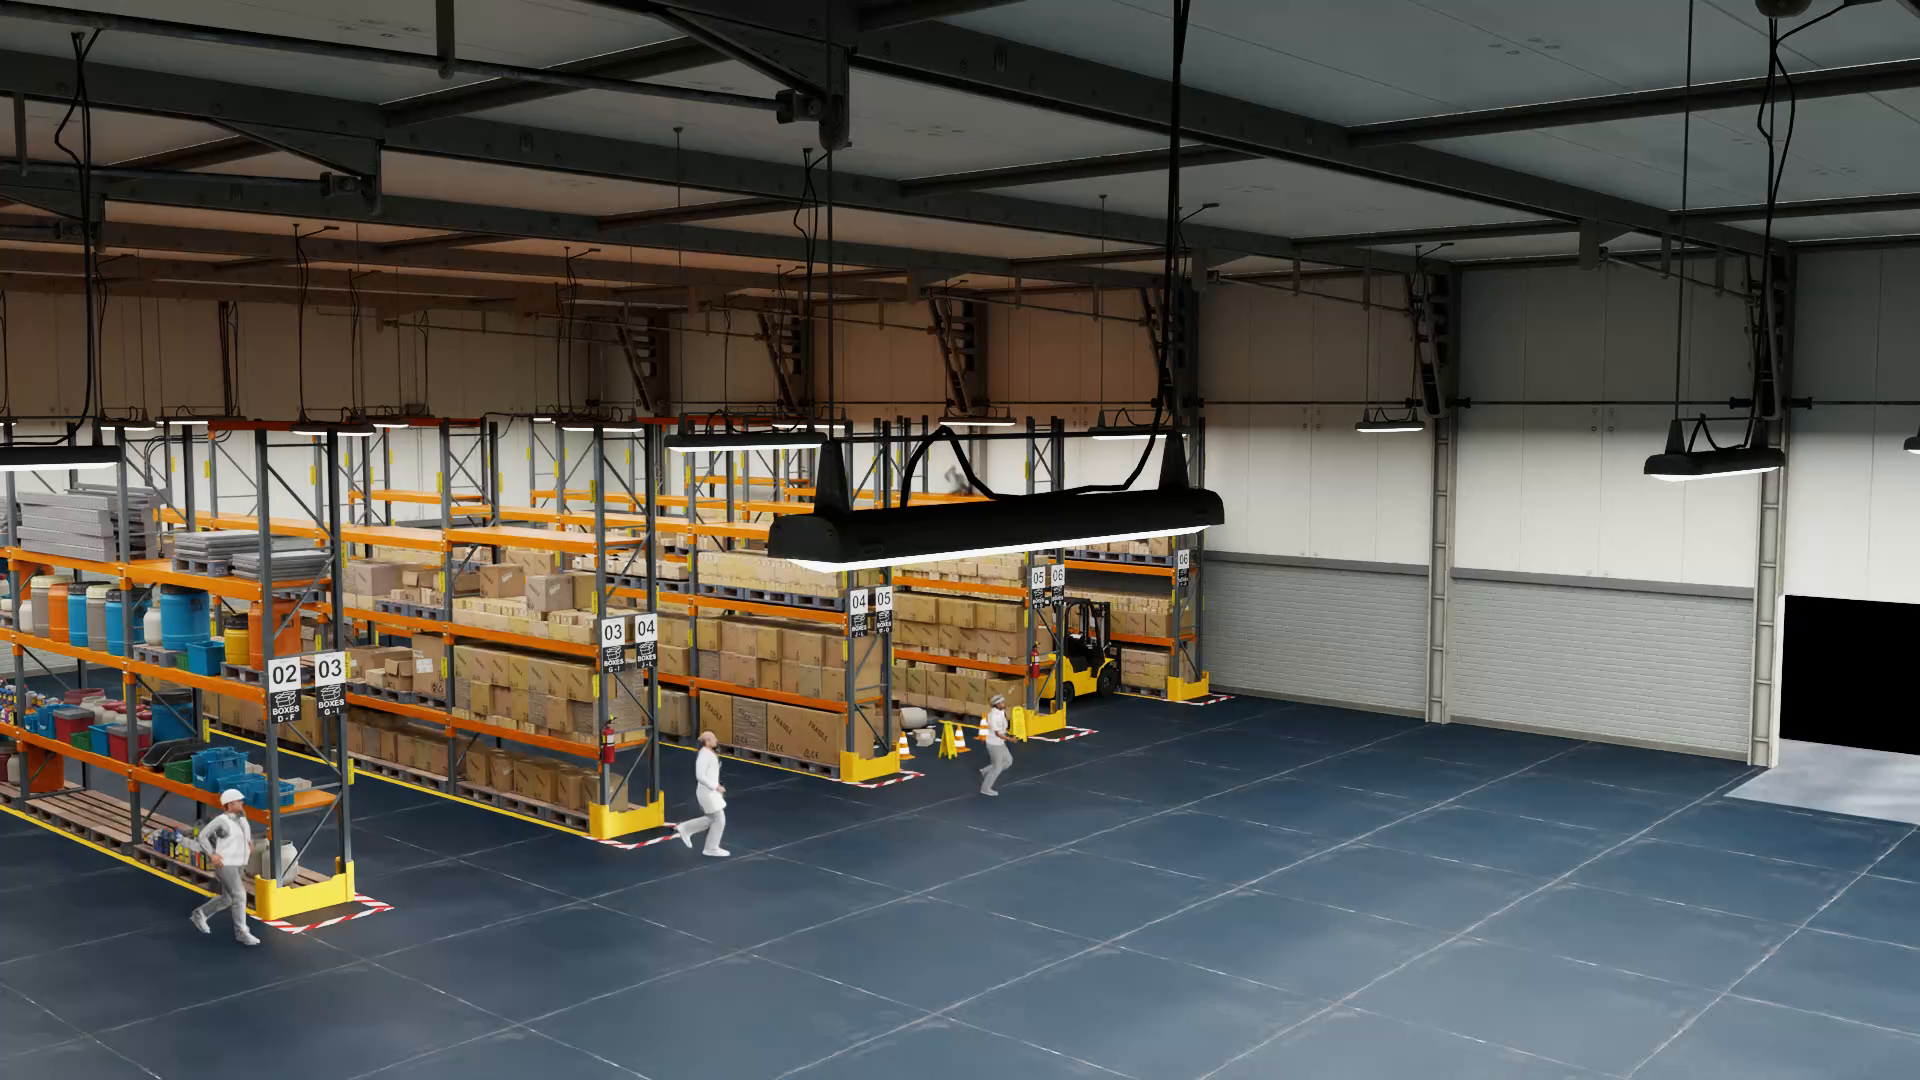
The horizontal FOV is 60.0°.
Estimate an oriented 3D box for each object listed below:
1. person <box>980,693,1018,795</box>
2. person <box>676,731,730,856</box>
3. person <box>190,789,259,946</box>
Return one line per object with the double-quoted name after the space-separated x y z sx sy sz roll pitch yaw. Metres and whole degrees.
0.635 3.284 26.847 0.612 1.657 0.603 0 5 5 "person"
-3.601 3.547 23.259 0.740 1.751 0.750 -1 5 -7 "person"
-8.619 3.823 19.634 0.931 1.759 0.697 1 5 7 "person"
